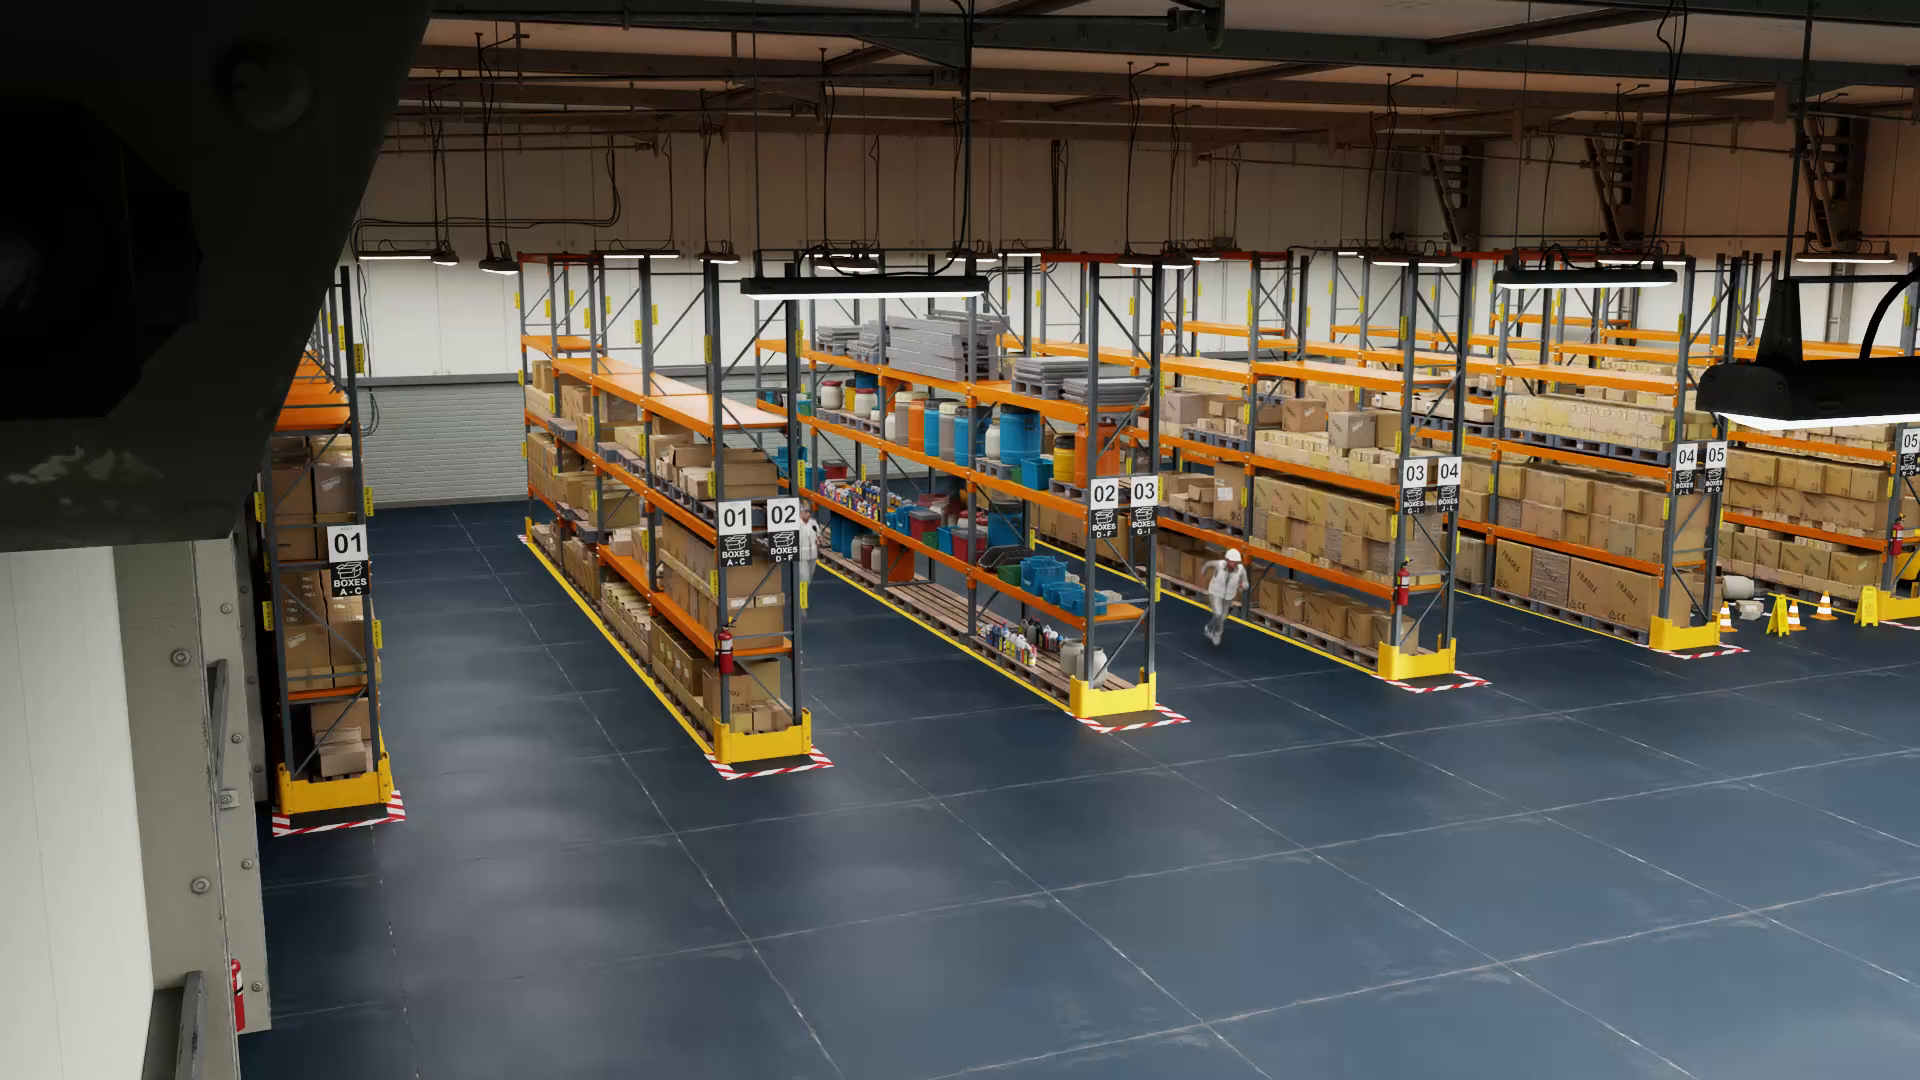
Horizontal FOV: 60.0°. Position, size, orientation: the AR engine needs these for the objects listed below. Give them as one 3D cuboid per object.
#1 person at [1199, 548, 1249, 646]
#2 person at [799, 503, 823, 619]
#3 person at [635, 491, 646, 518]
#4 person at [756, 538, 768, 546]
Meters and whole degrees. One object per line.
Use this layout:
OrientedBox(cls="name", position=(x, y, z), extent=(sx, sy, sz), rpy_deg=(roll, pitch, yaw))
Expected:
OrientedBox(cls="person", position=(4.081, 0.843, 25.629), extent=(0.615, 1.550, 1.104), rpy_deg=(-2, 10, -9))
OrientedBox(cls="person", position=(-2.494, 0.332, 26.880), extent=(0.646, 1.883, 0.698), rpy_deg=(-8, 13, -36))
OrientedBox(cls="person", position=(-6.593, -0.799, 34.744), extent=(0.712, 1.670, 0.870), rpy_deg=(-8, 13, -38))
OrientedBox(cls="person", position=(-3.234, 0.425, 26.529), extent=(0.719, 1.710, 0.974), rpy_deg=(-9, 14, -42))
